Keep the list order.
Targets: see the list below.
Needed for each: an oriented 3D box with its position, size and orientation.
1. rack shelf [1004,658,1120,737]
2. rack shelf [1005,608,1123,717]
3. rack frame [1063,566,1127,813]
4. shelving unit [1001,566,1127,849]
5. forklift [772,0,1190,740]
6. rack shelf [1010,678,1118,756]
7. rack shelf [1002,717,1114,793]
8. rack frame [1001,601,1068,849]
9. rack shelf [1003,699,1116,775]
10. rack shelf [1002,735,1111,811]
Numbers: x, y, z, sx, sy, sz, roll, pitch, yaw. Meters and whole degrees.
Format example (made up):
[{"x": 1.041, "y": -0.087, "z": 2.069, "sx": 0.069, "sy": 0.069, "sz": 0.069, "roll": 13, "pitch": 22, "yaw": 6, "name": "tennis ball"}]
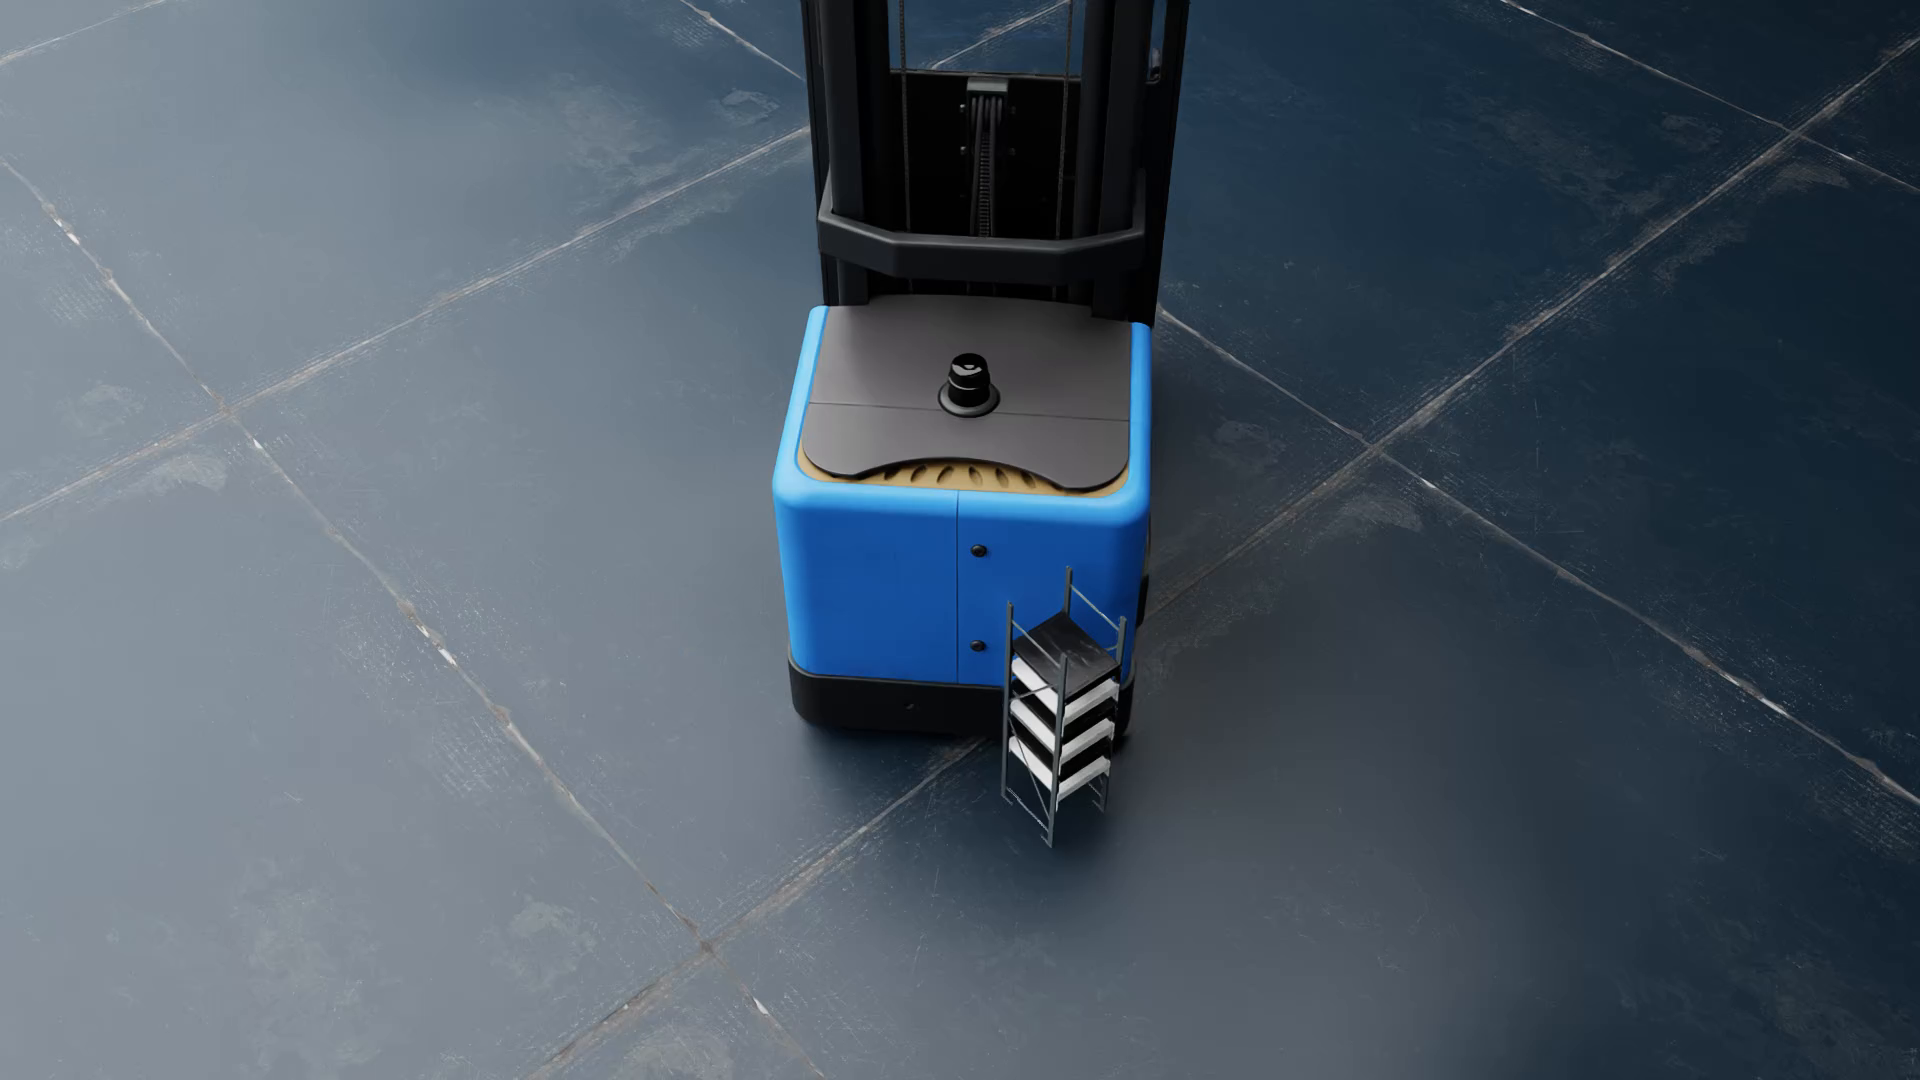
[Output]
[{"x": 0.280, "y": 0.391, "z": 4.577, "sx": 0.200, "sy": 0.077, "sz": 0.258, "roll": -30, "pitch": 54, "yaw": -25, "name": "rack shelf"}, {"x": 0.280, "y": 0.330, "z": 4.511, "sx": 0.200, "sy": 0.077, "sz": 0.258, "roll": -30, "pitch": 54, "yaw": -25, "name": "rack shelf"}, {"x": 0.360, "y": 0.445, "z": 4.727, "sx": 0.006, "sy": 0.900, "sz": 0.240, "roll": -30, "pitch": 54, "yaw": -25, "name": "rack frame"}, {"x": 0.280, "y": 0.490, "z": 4.685, "sx": 0.210, "sy": 0.900, "sz": 0.258, "roll": -30, "pitch": 54, "yaw": -25, "name": "shelving unit"}, {"x": 0.117, "y": -1.457, "z": 5.100, "sx": 1.130, "sy": 2.935, "sz": 3.031, "roll": 3, "pitch": 47, "yaw": 3, "name": "forklift"}, {"x": 0.280, "y": 0.452, "z": 4.644, "sx": 0.200, "sy": 0.077, "sz": 0.258, "roll": -30, "pitch": 54, "yaw": -25, "name": "rack shelf"}, {"x": 0.280, "y": 0.574, "z": 4.776, "sx": 0.200, "sy": 0.077, "sz": 0.258, "roll": -30, "pitch": 54, "yaw": -25, "name": "rack shelf"}, {"x": 0.199, "y": 0.536, "z": 4.643, "sx": 0.006, "sy": 0.900, "sz": 0.240, "roll": -30, "pitch": 54, "yaw": -25, "name": "rack frame"}, {"x": 0.280, "y": 0.513, "z": 4.710, "sx": 0.200, "sy": 0.077, "sz": 0.258, "roll": -30, "pitch": 54, "yaw": -25, "name": "rack shelf"}, {"x": 0.280, "y": 0.635, "z": 4.842, "sx": 0.200, "sy": 0.077, "sz": 0.258, "roll": -30, "pitch": 54, "yaw": -25, "name": "rack shelf"}]
